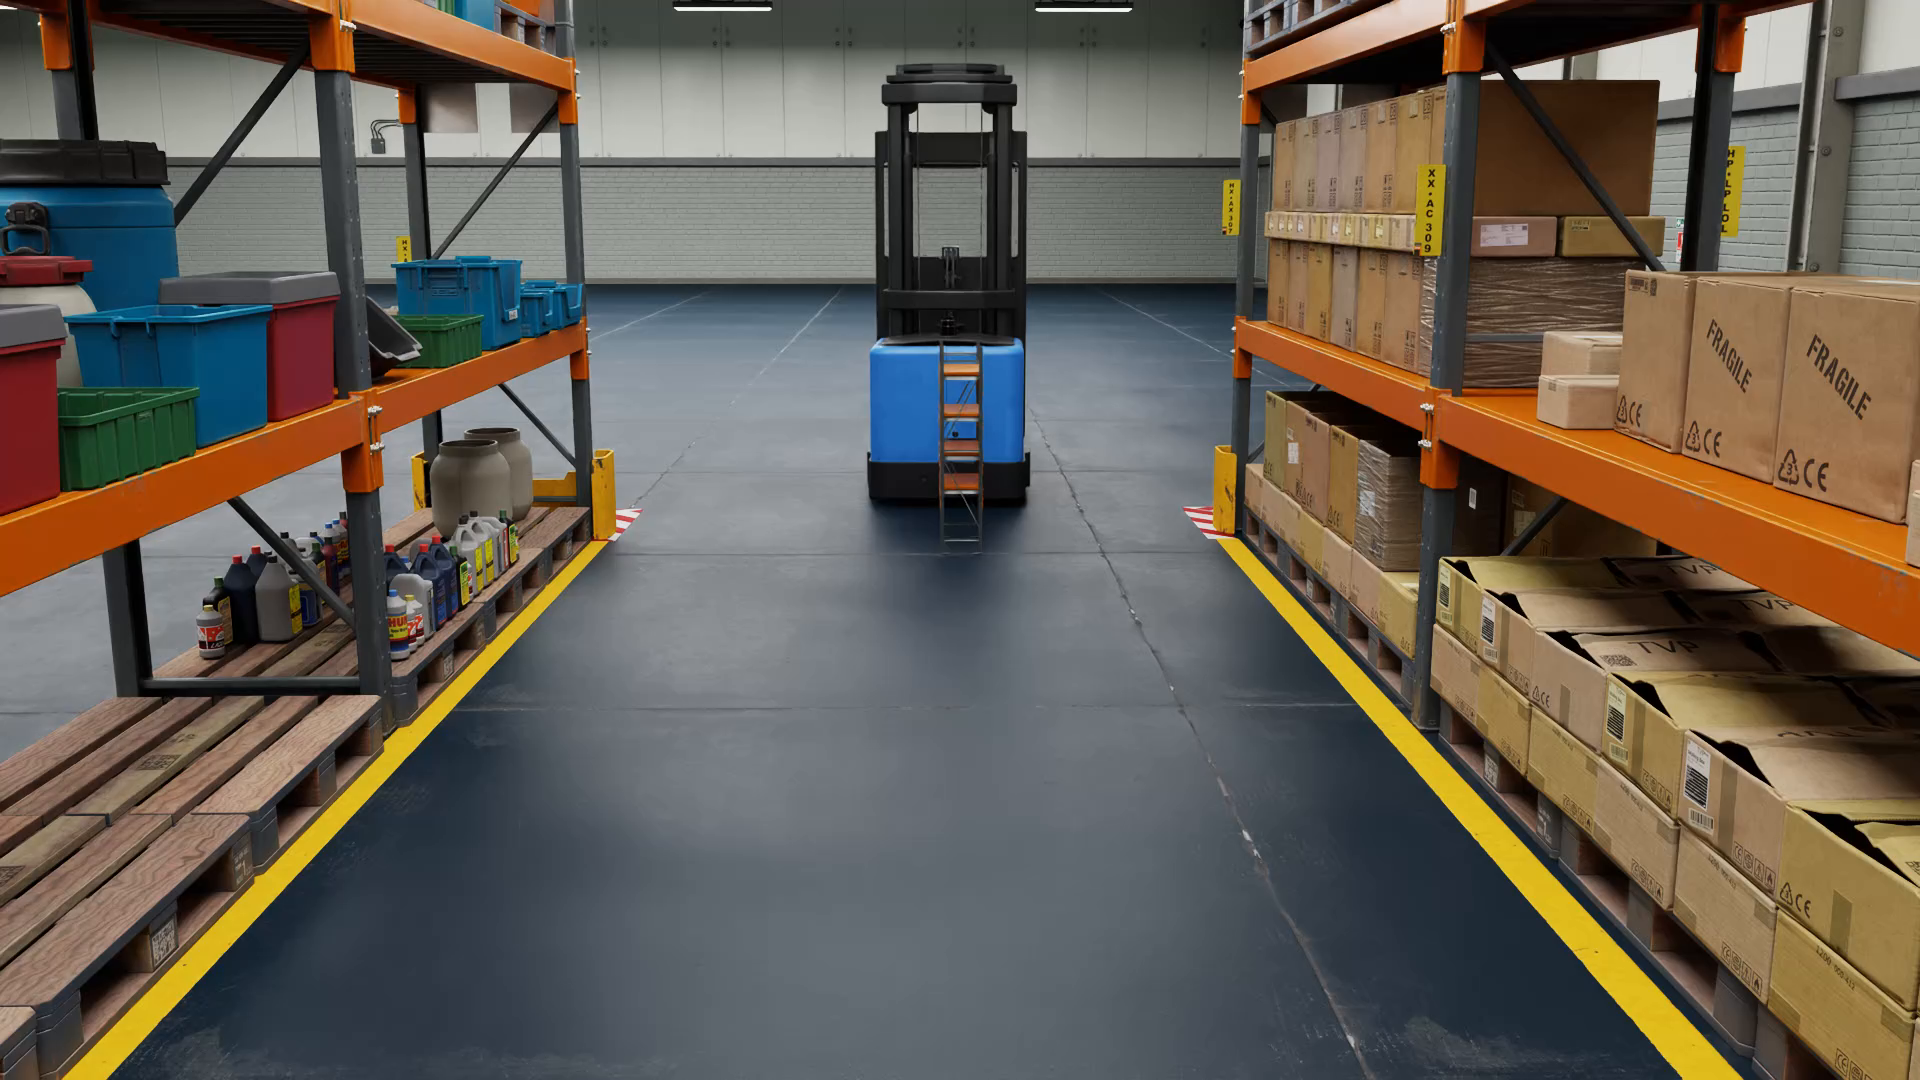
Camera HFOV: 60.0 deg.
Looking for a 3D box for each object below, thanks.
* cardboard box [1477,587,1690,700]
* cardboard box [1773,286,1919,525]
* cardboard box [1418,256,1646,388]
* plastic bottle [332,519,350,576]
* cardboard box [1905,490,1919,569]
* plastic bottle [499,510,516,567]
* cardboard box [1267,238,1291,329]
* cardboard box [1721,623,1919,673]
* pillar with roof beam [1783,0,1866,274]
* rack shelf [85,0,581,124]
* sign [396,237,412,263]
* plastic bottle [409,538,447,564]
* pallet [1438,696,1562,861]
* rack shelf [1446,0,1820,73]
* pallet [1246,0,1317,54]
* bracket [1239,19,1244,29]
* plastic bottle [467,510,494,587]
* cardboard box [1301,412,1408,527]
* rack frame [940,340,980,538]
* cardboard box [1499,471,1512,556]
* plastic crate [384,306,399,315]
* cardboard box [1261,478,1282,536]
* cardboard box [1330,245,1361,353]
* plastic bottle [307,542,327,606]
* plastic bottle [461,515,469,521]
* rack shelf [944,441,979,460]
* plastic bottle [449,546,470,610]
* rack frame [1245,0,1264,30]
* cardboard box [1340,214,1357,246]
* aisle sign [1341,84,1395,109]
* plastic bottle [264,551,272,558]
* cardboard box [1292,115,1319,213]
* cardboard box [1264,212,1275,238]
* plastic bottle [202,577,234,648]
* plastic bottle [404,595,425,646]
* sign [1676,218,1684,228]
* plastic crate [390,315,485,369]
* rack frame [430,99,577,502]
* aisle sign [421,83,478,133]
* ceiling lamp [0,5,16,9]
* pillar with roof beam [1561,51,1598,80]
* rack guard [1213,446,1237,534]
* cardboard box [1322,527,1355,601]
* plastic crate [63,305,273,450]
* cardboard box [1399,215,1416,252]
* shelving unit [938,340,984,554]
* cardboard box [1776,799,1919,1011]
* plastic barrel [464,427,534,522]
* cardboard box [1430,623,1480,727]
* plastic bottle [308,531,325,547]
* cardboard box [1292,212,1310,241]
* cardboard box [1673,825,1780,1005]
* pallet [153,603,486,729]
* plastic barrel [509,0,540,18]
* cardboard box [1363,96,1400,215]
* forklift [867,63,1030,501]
[{"bbox_3d":[2.033,0.307,5.450,0.500,0.311,0.500,0,11,-2],"label":"cardboard box"},{"bbox_3d":[2.300,-0.330,3.890,0.500,0.500,0.500,-1,11,-4],"label":"cardboard box"},{"bbox_3d":[2.253,-0.880,6.600,0.700,0.500,0.500,-1,11,-3],"label":"cardboard box"},{"bbox_3d":[-3.033,0.033,8.107,0.097,0.271,0.097,0,11,0],"label":"plastic bottle"},{"bbox_3d":[2.057,-0.002,3.156,0.380,0.149,0.250,0,11,-1],"label":"cardboard box"},{"bbox_3d":[-2.269,-0.016,8.319,0.061,0.283,0.133,0,11,0],"label":"plastic bottle"},{"bbox_3d":[2.183,-1.494,9.627,0.700,0.500,0.500,0,11,-1],"label":"cardboard box"},{"bbox_3d":[2.589,0.406,4.961,0.500,0.311,0.500,0,11,-1],"label":"cardboard box"},{"bbox_3d":[3.590,-5.538,14.725,9.100,9.000,0.400,0,11,-1],"label":"pillar with roof beam"},{"bbox_3d":[-2.725,-2.238,7.811,1.077,0.370,4.000,0,11,-1],"label":"rack shelf"},{"bbox_3d":[-3.316,-1.652,9.963,0.100,0.325,0.005,0,11,-1],"label":"sign"},{"bbox_3d":[-2.446,0.118,7.679,0.152,0.276,0.135,0,11,-1],"label":"plastic bottle"},{"bbox_3d":[2.323,0.770,5.731,1.003,0.211,1.213,0,11,-1],"label":"pallet"},{"bbox_3d":[2.310,-1.462,3.989,1.077,0.370,4.000,0,11,-1],"label":"rack shelf"},{"bbox_3d":[2.175,-2.824,9.112,1.003,0.211,1.213,0,11,-1],"label":"pallet"},{"bbox_3d":[6.986,-12.643,40.692,0.235,0.232,0.430,0,11,-1],"label":"bracket"},{"bbox_3d":[-2.302,0.038,7.881,0.144,0.351,0.185,0,11,1],"label":"plastic bottle"},{"bbox_3d":[2.003,-0.358,8.252,0.500,0.500,0.500,0,11,-1],"label":"cardboard box"},{"bbox_3d":[-0.002,-0.604,10.017,0.240,1.200,0.015,0,11,-1],"label":"rack frame"},{"bbox_3d":[2.554,-0.161,7.283,0.500,0.500,0.500,0,11,-1],"label":"cardboard box"},{"bbox_3d":[-3.069,-1.210,9.141,0.298,0.136,0.250,0,11,-1],"label":"plastic crate"},{"bbox_3d":[1.989,-0.189,9.306,0.500,0.250,0.500,0,11,-1],"label":"cardboard box"},{"bbox_3d":[2.218,-1.186,8.110,0.700,0.500,0.500,0,11,1],"label":"cardboard box"},{"bbox_3d":[-2.894,0.158,7.462,0.061,0.283,0.133,0,11,-1],"label":"plastic bottle"},{"bbox_3d":[-2.419,0.012,8.183,0.061,0.283,0.133,0,11,-1],"label":"plastic bottle"},{"bbox_3d":[0.003,-0.528,9.783,0.221,0.050,0.457,0,11,-1],"label":"rack shelf"},{"bbox_3d":[-2.251,0.160,7.452,0.061,0.283,0.133,0,11,1],"label":"plastic bottle"},{"bbox_3d":[2.186,-4.478,9.498,1.000,3.000,0.127,0,11,-1],"label":"rack frame"},{"bbox_3d":[2.016,-1.468,7.867,0.380,0.149,0.250,0,11,1],"label":"cardboard box"},{"bbox_3d":[2.478,-2.826,9.906,0.394,0.787,0.004,0,11,-1],"label":"aisle sign"},{"bbox_3d":[-3.034,0.195,7.277,0.061,0.283,0.133,1,11,3],"label":"plastic bottle"},{"bbox_3d":[2.200,-2.015,8.931,0.700,0.500,0.500,-1,11,-3],"label":"cardboard box"},{"bbox_3d":[1.979,-1.826,9.631,0.380,0.149,0.250,0,11,-2],"label":"cardboard box"},{"bbox_3d":[-3.023,0.298,6.769,0.061,0.283,0.133,0,11,2],"label":"plastic bottle"},{"bbox_3d":[-2.256,0.327,6.833,0.097,0.201,0.097,0,11,0],"label":"plastic bottle"},{"bbox_3d":[7.964,-3.494,18.314,0.001,0.109,0.331,0,11,-1],"label":"sign"},{"bbox_3d":[-2.429,-0.890,7.435,0.450,0.188,0.662,0,11,-1],"label":"plastic crate"},{"bbox_3d":[-2.770,-1.518,9.998,0.949,2.616,0.053,0,11,-1],"label":"rack frame"},{"bbox_3d":[-3.061,-2.805,9.804,0.394,0.787,0.004,0,11,-1],"label":"aisle sign"},{"bbox_3d":[-19.267,-12.309,33.420,2.000,3.185,0.800,0,11,-1],"label":"ceiling lamp"},{"bbox_3d":[3.466,-6.731,20.604,9.100,9.000,0.400,0,11,-1],"label":"pillar with roof beam"},{"bbox_3d":[2.186,-0.317,10.366,1.175,0.500,0.348,0,11,-1],"label":"rack guard"},{"bbox_3d":[2.015,0.109,7.836,0.500,0.250,0.500,0,11,-1],"label":"cardboard box"},{"bbox_3d":[-2.350,-0.497,5.005,0.392,0.384,0.575,0,11,-1],"label":"plastic crate"},{"bbox_3d":[2.038,-1.264,6.862,0.380,0.149,0.250,-1,11,-3],"label":"cardboard box"},{"bbox_3d":[0.003,-0.555,9.778,0.258,1.200,0.503,0,11,-1],"label":"shelving unit"},{"bbox_3d":[2.077,0.713,3.449,0.500,0.311,0.500,0,11,-2],"label":"cardboard box"},{"bbox_3d":[-2.676,-0.374,9.560,0.421,0.512,0.421,0,11,0],"label":"plastic barrel"},{"bbox_3d":[2.029,0.480,6.006,0.500,0.250,0.500,-1,11,-3],"label":"cardboard box"},{"bbox_3d":[-3.027,0.093,7.810,0.097,0.271,0.097,0,11,0],"label":"plastic bottle"},{"bbox_3d":[1.994,-1.673,8.881,0.380,0.149,0.250,0,11,-2],"label":"cardboard box"},{"bbox_3d":[2.075,0.888,3.996,0.500,0.250,0.500,0,11,0],"label":"cardboard box"},{"bbox_3d":[-2.656,0.510,7.015,1.003,0.211,1.213,0,11,-1],"label":"pallet"},{"bbox_3d":[-2.629,-3.308,9.141,0.600,0.830,0.708,0,11,-1],"label":"plastic barrel"},{"bbox_3d":[2.232,-1.716,7.457,0.700,0.500,0.500,0,11,-1],"label":"cardboard box"},{"bbox_3d":[-1.120,-1.756,9.413,3.137,3.703,8.740,0,11,1],"label":"forklift"}]
